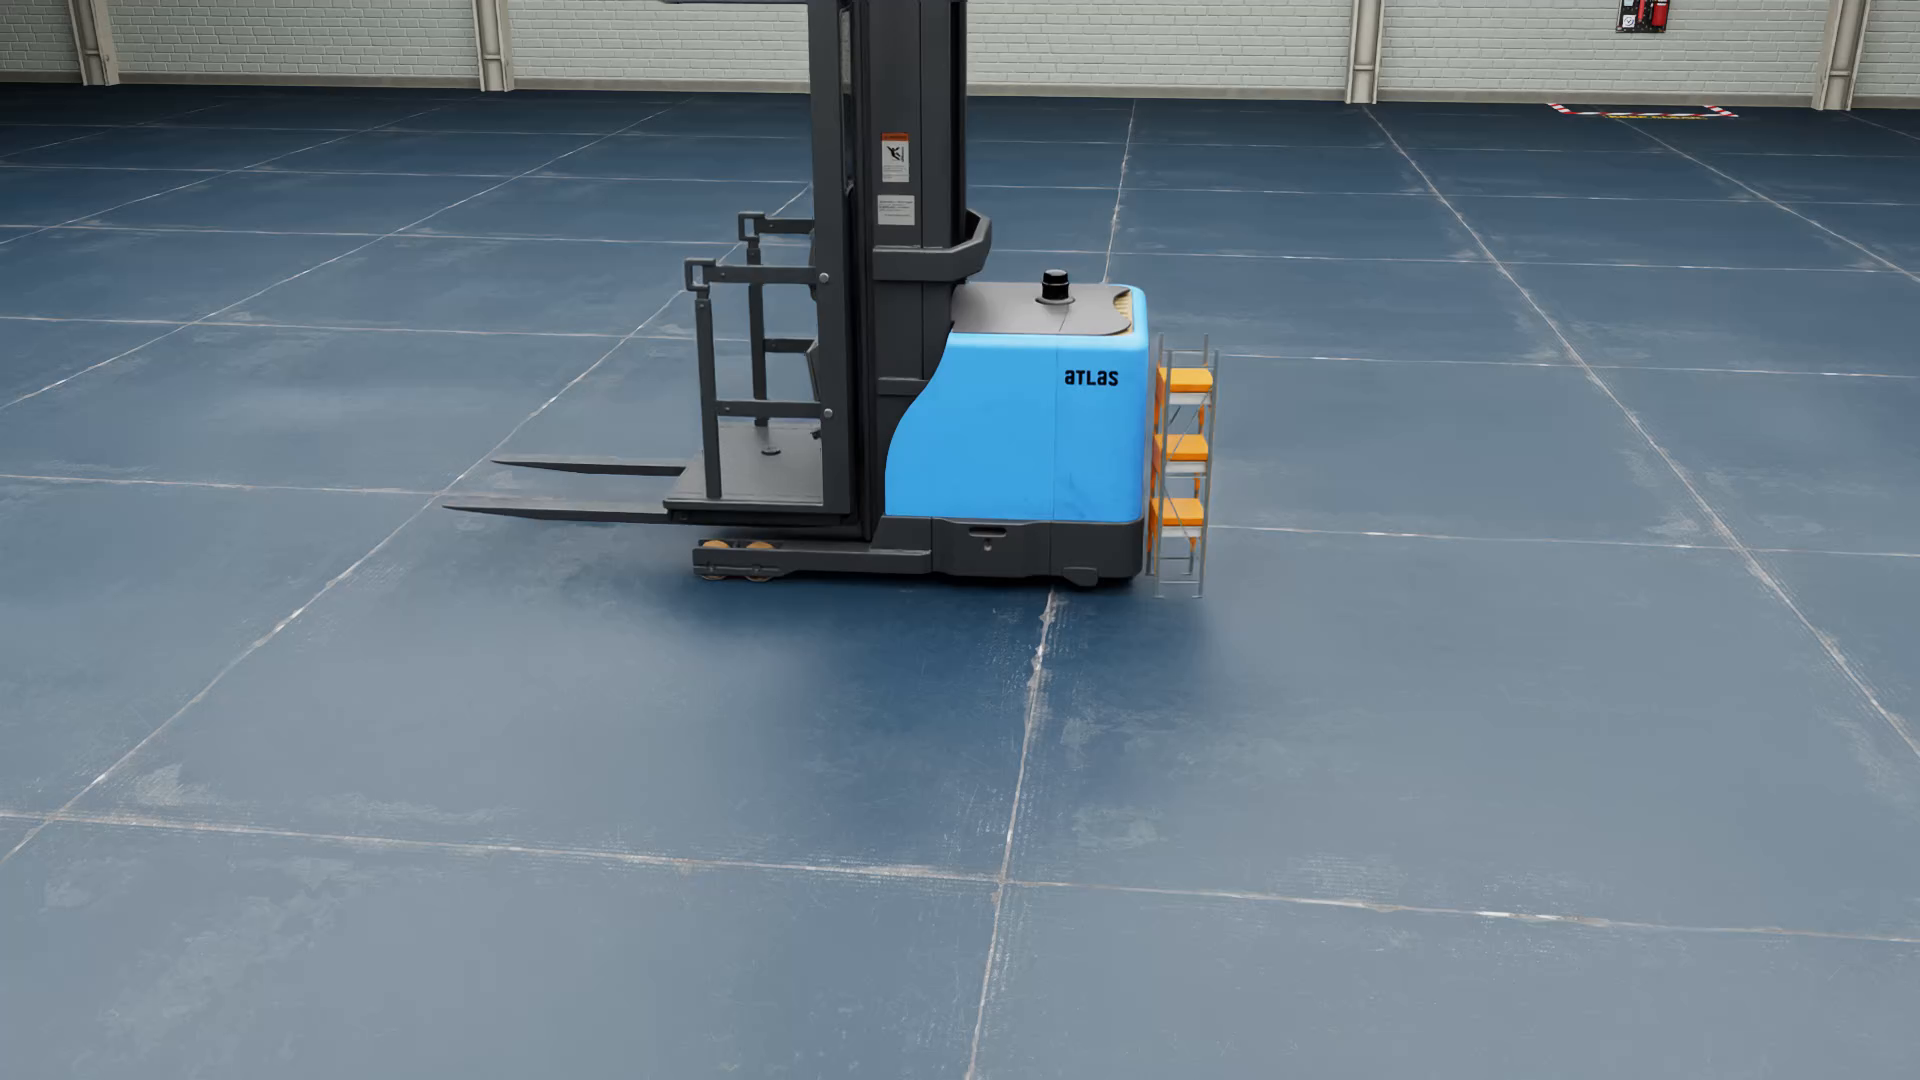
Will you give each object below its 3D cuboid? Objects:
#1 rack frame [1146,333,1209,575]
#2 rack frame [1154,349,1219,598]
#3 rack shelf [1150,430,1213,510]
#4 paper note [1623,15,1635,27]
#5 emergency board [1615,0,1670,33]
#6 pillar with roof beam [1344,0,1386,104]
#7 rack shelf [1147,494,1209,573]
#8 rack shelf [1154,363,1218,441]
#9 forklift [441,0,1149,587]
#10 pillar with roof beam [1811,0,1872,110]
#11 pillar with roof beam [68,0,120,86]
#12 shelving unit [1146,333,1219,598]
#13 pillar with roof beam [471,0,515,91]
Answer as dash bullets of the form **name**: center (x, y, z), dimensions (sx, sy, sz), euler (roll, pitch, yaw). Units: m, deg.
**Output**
- **rack frame**: center (0.895, -0.341, 6.872), dimensions (0.200, 1.050, 0.008), euler (0, 22, -1)
- **rack frame**: center (0.901, -0.252, 6.646), dimensions (0.200, 1.050, 0.008), euler (0, 22, -1)
- **rack shelf**: center (0.898, -0.287, 6.763), dimensions (0.215, 0.259, 0.240), euler (0, 22, -1)
- **paper note**: center (8.703, -6.750, 21.630), dimensions (0.142, 0.148, 0.016), euler (2, 22, 6)
- **emergency board**: center (8.871, -7.126, 21.385), dimensions (0.643, 1.169, 0.194), euler (2, 22, 6)
- **pillar with roof beam**: center (4.855, -8.483, 16.658), dimensions (0.400, 9.000, 9.100), euler (2, 22, 6)
- **rack shelf**: center (0.895, -0.028, 6.865), dimensions (0.215, 0.259, 0.240), euler (0, 22, -1)
- **rack shelf**: center (0.901, -0.551, 6.659), dimensions (0.215, 0.259, 0.240), euler (0, 22, -1)
- **forklift**: center (-0.713, -1.377, 6.936), dimensions (3.031, 2.935, 1.130), euler (2, 22, 5)
- **pillar with roof beam**: center (10.814, -8.224, 16.001), dimensions (0.400, 9.000, 9.100), euler (2, 22, 6)
- **pillar with roof beam**: center (-13.020, -9.262, 18.628), dimensions (0.400, 9.000, 9.100), euler (2, 22, 6)
- **shelving unit**: center (0.898, -0.297, 6.759), dimensions (0.215, 1.050, 0.252), euler (0, 22, -1)
- **pillar with roof beam**: center (-7.061, -9.002, 17.971), dimensions (0.400, 9.000, 9.100), euler (2, 22, 6)
